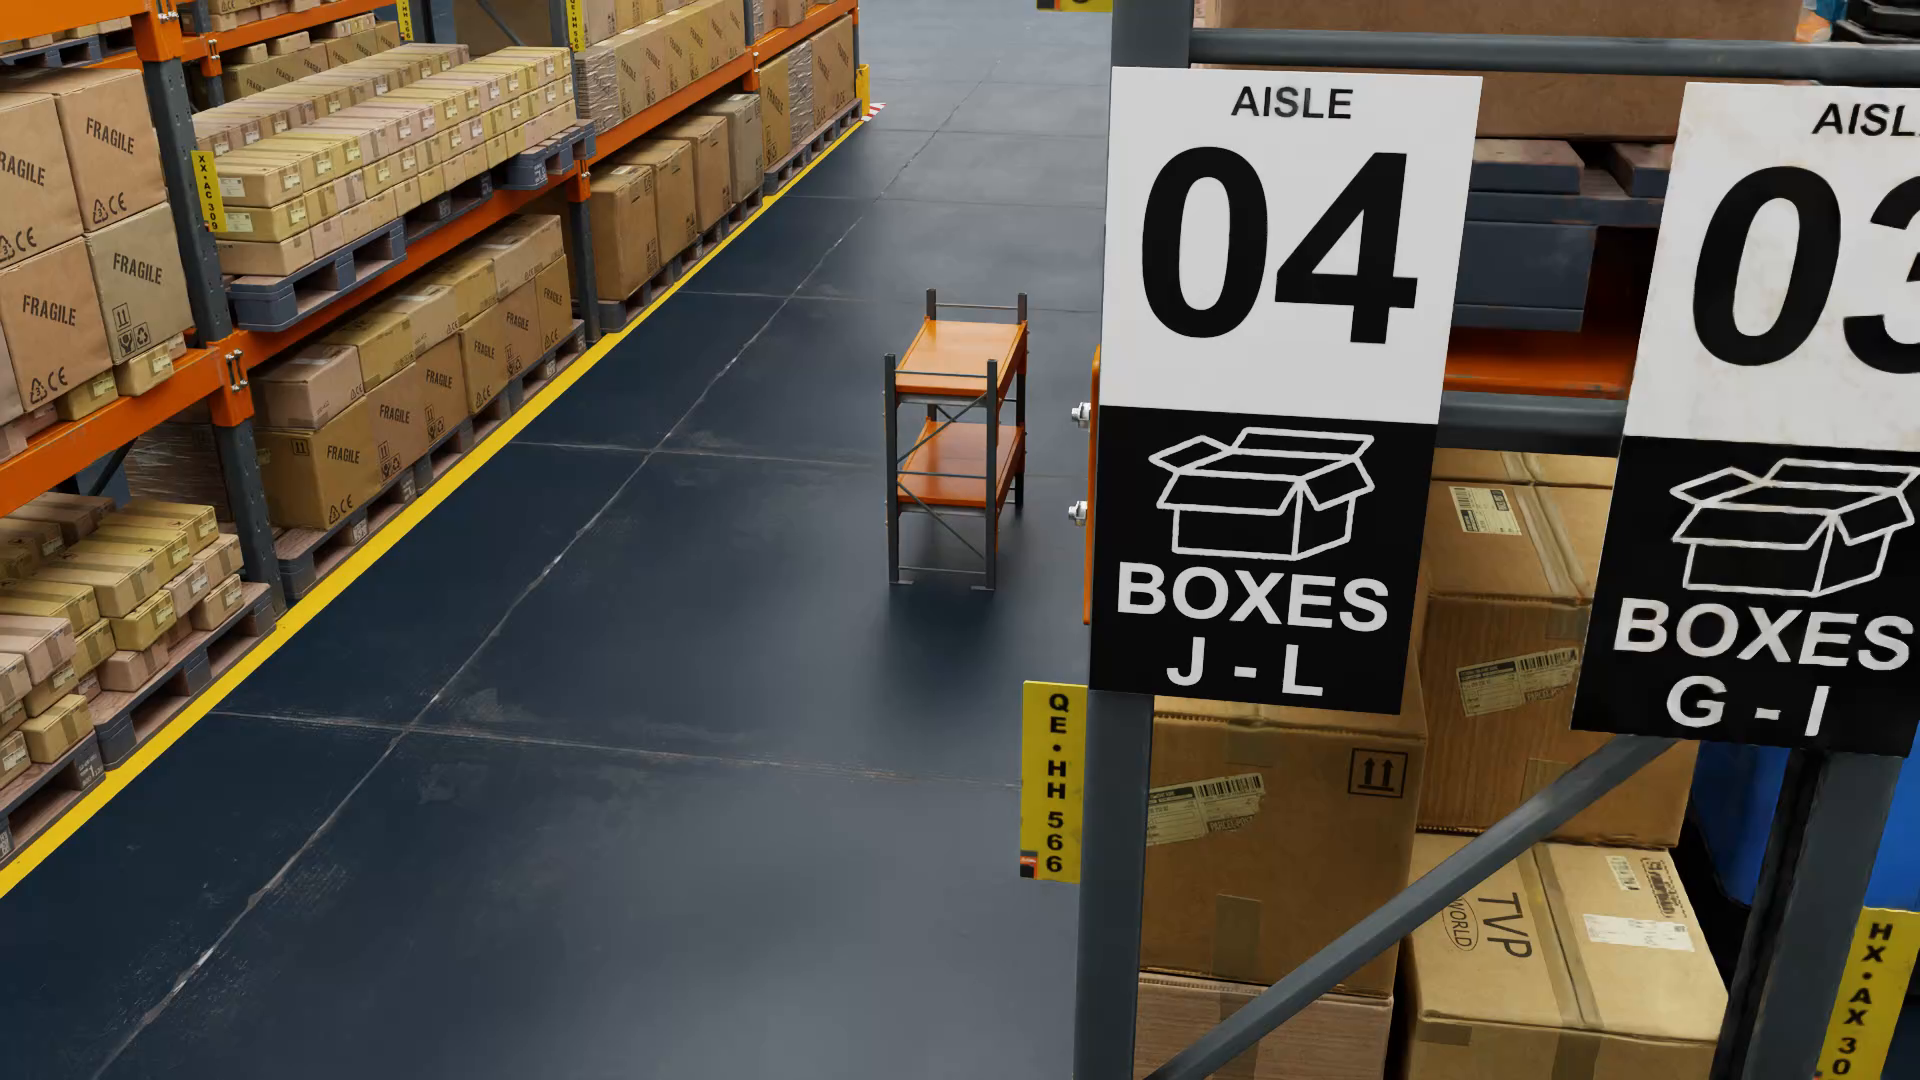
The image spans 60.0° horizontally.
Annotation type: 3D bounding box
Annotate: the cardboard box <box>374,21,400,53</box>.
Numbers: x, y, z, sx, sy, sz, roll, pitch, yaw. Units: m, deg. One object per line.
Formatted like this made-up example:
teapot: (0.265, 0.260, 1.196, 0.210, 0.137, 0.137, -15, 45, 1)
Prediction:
cardboard box: (-6.366, -5.291, 17.879, 0.500, 0.500, 0.500, 4, 25, 9)

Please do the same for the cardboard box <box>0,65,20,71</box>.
cardboard box: (-3.868, -1.501, 6.270, 0.500, 0.500, 0.500, 5, 25, 10)

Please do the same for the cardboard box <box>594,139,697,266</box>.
cardboard box: (-2.572, -2.499, 12.208, 1.050, 0.750, 0.750, 4, 25, 9)

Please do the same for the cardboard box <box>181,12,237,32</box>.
cardboard box: (-6.778, -4.682, 15.011, 0.380, 0.149, 0.250, 4, 25, 8)

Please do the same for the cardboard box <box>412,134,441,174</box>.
cardboard box: (-2.826, -1.933, 8.292, 0.380, 0.149, 0.250, 4, 25, 8)

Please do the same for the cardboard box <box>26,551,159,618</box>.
cardboard box: (-3.391, 0.173, 6.509, 0.380, 0.149, 0.250, 4, 25, 8)

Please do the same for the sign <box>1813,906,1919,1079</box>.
sign: (1.216, 0.632, 2.247, 0.100, 0.325, 0.005, 4, 25, 9)

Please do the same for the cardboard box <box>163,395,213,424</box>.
cardboard box: (-3.682, -0.767, 7.918, 0.500, 0.250, 0.500, 3, 25, 7)

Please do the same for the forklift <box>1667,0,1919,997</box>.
forklift: (3.177, -0.498, 5.857, 1.130, 2.935, 3.031, 5, 26, 11)

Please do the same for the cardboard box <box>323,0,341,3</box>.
cardboard box: (-6.483, -5.535, 16.832, 0.380, 0.149, 0.250, 4, 25, 8)

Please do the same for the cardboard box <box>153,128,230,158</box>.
cardboard box: (-3.594, -1.788, 7.630, 0.380, 0.149, 0.250, 3, 25, 7)

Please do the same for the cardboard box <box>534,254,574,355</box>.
cardboard box: (-2.750, -1.478, 10.322, 0.500, 0.500, 0.500, 4, 25, 8)

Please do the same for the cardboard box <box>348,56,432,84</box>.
cardboard box: (-3.253, -2.664, 9.502, 0.380, 0.149, 0.250, 4, 25, 8)

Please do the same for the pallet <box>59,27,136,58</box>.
pallet: (-7.415, -4.290, 14.103, 1.003, 0.211, 1.213, 4, 25, 9)

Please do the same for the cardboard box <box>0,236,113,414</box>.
cardboard box: (-3.440, -0.781, 5.911, 0.500, 0.500, 0.500, 3, 25, 7)

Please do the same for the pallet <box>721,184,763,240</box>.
pallet: (-2.298, -2.795, 13.972, 1.003, 0.211, 1.213, 4, 25, 9)

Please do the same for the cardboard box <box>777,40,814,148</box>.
cardboard box: (-1.931, -4.249, 15.801, 0.875, 0.875, 0.875, 4, 25, 9)

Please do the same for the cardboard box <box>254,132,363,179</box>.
cardboard box: (-2.952, -1.743, 7.534, 0.380, 0.149, 0.250, 4, 25, 9)

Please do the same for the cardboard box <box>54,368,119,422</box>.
cardboard box: (-3.407, -0.568, 6.221, 0.380, 0.149, 0.250, 5, 26, 11)

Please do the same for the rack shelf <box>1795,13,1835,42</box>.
rack shelf: (7.844, -4.167, 14.464, 1.077, 0.370, 4.000, 4, 25, 9)

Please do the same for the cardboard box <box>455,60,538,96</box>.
cardboard box: (-2.614, -2.608, 9.382, 0.380, 0.149, 0.250, 5, 26, 10)

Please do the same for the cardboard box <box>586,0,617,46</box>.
cardboard box: (-2.736, -3.610, 11.126, 0.700, 0.500, 0.500, 4, 25, 8)

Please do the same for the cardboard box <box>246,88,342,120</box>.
cardboard box: (-3.424, -2.225, 8.565, 0.380, 0.149, 0.250, 4, 25, 8)

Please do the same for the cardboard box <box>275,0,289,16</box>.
cardboard box: (-6.688, -5.119, 15.945, 0.380, 0.149, 0.250, 4, 25, 8)

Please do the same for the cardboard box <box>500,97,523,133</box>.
cardboard box: (-2.655, -2.359, 9.202, 0.380, 0.149, 0.250, 4, 25, 9)

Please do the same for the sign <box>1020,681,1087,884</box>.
sign: (0.136, 0.344, 2.332, 0.100, 0.325, 0.005, 4, 25, 9)

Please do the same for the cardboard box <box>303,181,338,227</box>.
cardboard box: (-2.995, -1.493, 7.350, 0.380, 0.149, 0.250, 4, 25, 7)

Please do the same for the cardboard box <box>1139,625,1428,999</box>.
cardboard box: (0.490, 0.390, 2.819, 0.500, 0.500, 0.500, 4, 25, 9)

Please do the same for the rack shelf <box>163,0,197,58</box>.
rack shelf: (-3.227, -2.909, 8.237, 1.077, 0.370, 4.000, 4, 25, 9)

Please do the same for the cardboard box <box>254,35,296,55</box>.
cardboard box: (-6.622, -4.756, 15.971, 0.380, 0.149, 0.250, 5, 26, 11)

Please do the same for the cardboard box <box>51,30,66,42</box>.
cardboard box: (-7.284, -4.000, 13.058, 0.380, 0.149, 0.250, 3, 25, 7)

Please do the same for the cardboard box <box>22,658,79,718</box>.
cardboard box: (-3.510, 0.513, 6.132, 0.380, 0.149, 0.250, 5, 25, 10)

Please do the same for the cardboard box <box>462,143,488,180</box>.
cardboard box: (-2.742, -2.015, 8.818, 0.380, 0.149, 0.250, 5, 26, 10)

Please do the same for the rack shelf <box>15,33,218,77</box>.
rack shelf: (-7.473, -3.524, 13.090, 1.077, 0.370, 4.000, 4, 25, 9)

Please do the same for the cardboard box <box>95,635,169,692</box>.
cardboard box: (-3.386, 0.466, 6.583, 0.380, 0.149, 0.250, 3, 25, 7)

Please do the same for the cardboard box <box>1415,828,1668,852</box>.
cardboard box: (1.092, 0.552, 3.358, 0.500, 0.250, 0.500, 4, 25, 8)

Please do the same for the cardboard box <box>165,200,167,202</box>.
cardboard box: (-3.684, -1.431, 7.219, 0.380, 0.149, 0.250, 5, 26, 10)

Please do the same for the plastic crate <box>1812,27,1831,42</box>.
plastic crate: (7.532, -4.234, 14.068, 0.530, 0.136, 0.437, 4, 25, 9)

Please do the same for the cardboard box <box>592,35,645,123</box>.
cardboard box: (-2.480, -3.140, 11.302, 0.500, 0.500, 0.500, 4, 25, 8)

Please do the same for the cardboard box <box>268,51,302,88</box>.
cardboard box: (-6.708, -4.424, 16.026, 0.500, 0.500, 0.500, 5, 26, 11)

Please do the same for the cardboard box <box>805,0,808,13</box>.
cardboard box: (-1.938, -5.287, 15.830, 0.875, 0.550, 0.500, 4, 25, 9)

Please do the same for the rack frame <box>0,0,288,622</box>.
rack frame: (-3.554, -1.040, 6.934, 1.000, 3.000, 0.127, 4, 25, 9)

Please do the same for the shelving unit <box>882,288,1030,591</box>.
shelving unit: (-0.001, -0.507, 8.005, 0.538, 1.125, 1.048, 4, 25, 9)

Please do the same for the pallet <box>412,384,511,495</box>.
pallet: (-3.231, -0.615, 9.314, 1.003, 0.211, 1.213, 4, 25, 9)

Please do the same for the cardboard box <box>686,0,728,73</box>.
cardboard box: (-2.151, -3.983, 13.103, 0.500, 0.500, 0.500, 4, 25, 8)

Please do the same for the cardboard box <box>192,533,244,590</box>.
cardboard box: (-3.292, 0.080, 7.057, 0.380, 0.149, 0.250, 5, 25, 10)

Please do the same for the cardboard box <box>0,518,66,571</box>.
cardboard box: (-3.918, 0.032, 6.808, 0.380, 0.149, 0.250, 5, 26, 11)

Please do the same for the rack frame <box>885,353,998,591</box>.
rack frame: (-0.084, -0.294, 7.551, 0.500, 1.125, 0.032, 4, 25, 9)

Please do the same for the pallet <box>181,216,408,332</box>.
pallet: (-3.285, -1.263, 7.636, 1.003, 0.211, 1.213, 4, 25, 9)

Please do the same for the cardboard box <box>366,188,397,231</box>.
cardboard box: (-2.909, -1.575, 7.877, 0.380, 0.149, 0.250, 4, 25, 9)

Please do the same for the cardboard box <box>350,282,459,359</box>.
cardboard box: (-3.000, -1.164, 8.768, 0.500, 0.250, 0.500, 5, 26, 11)

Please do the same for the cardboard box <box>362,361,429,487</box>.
cardboard box: (-3.087, -0.610, 8.468, 0.500, 0.500, 0.500, 5, 26, 11)

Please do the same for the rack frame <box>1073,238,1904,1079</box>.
rack frame: (0.669, 1.019, 2.535, 1.000, 3.000, 0.127, 4, 25, 9)

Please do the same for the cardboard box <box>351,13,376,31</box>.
cardboard box: (-6.360, -5.426, 17.403, 0.380, 0.149, 0.250, 5, 26, 10)

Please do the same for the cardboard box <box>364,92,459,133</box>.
cardboard box: (-2.785, -2.173, 8.452, 0.380, 0.149, 0.250, 5, 26, 10)

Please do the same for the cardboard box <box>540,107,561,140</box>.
cardboard box: (-2.570, -2.447, 9.741, 0.380, 0.149, 0.250, 4, 25, 8)

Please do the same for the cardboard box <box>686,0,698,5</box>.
cardboard box: (-2.404, -4.461, 12.944, 0.700, 0.500, 0.500, 4, 25, 8)
